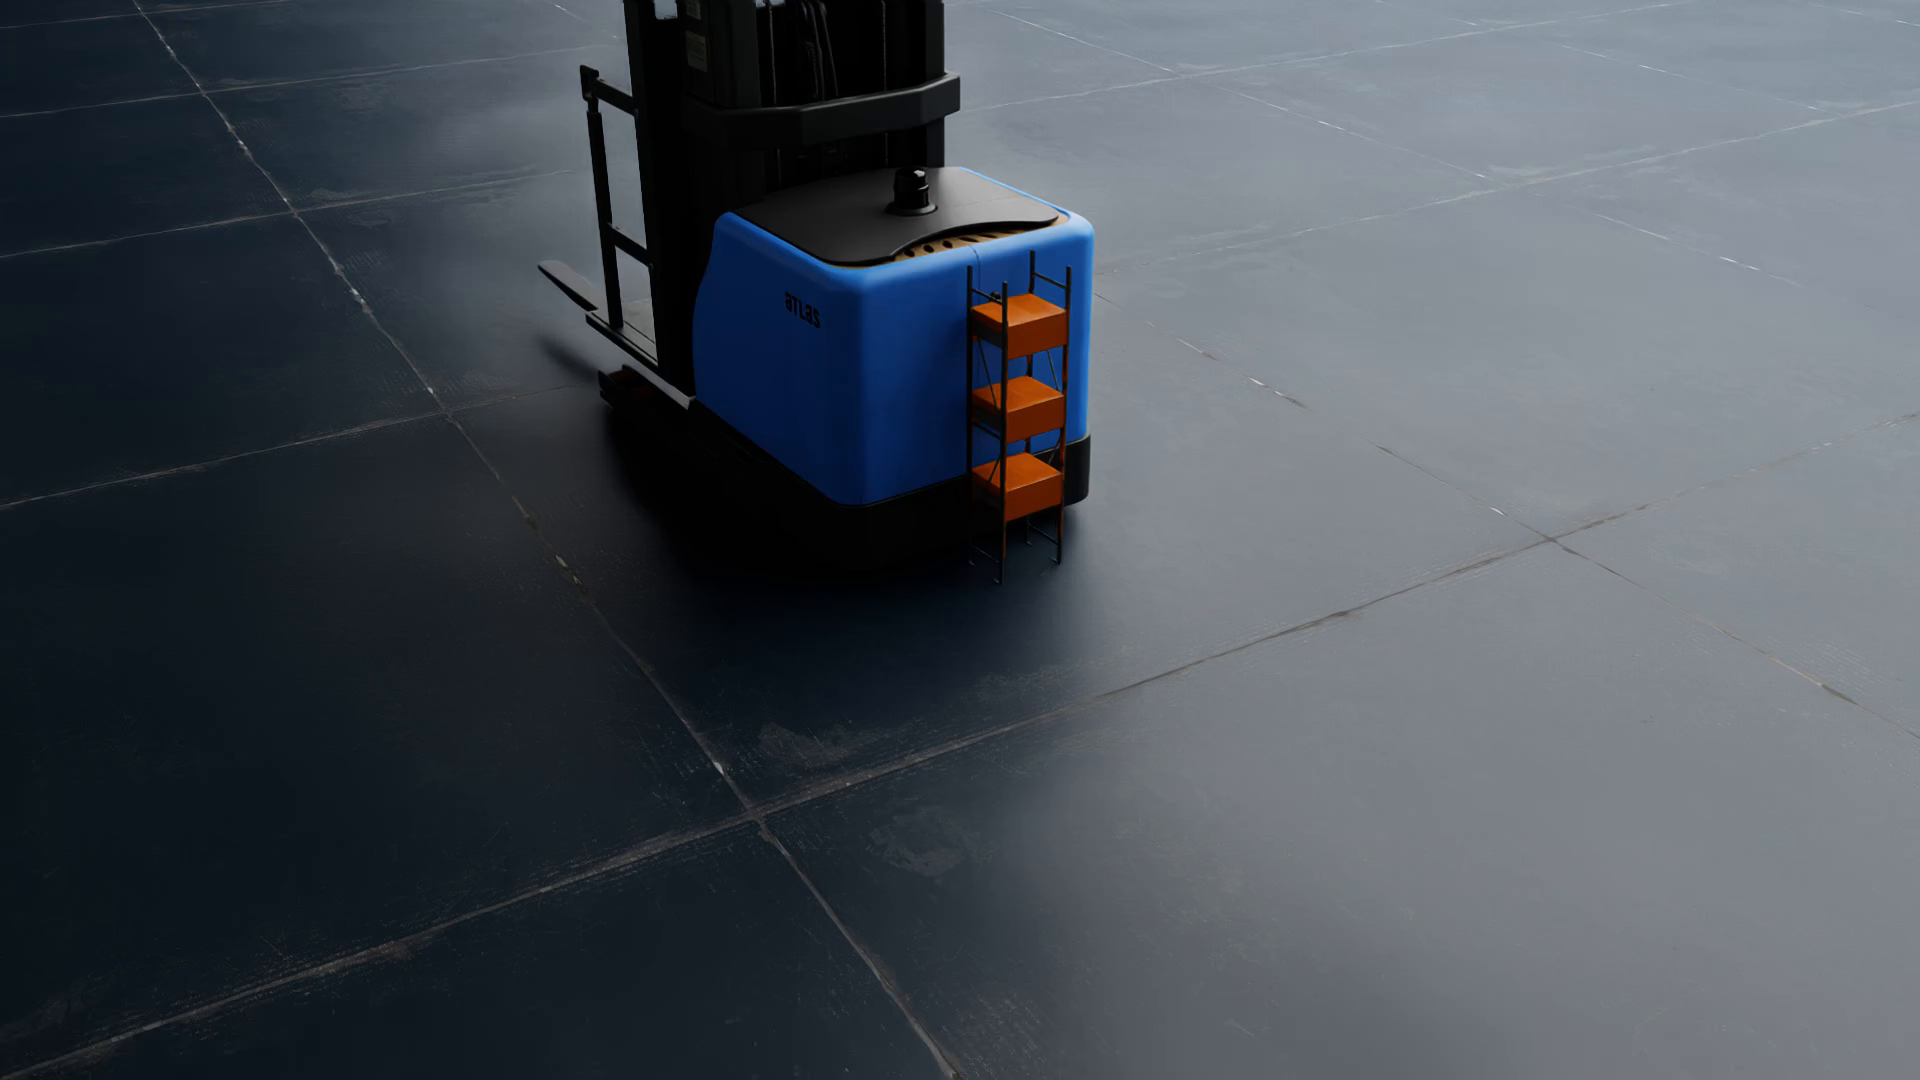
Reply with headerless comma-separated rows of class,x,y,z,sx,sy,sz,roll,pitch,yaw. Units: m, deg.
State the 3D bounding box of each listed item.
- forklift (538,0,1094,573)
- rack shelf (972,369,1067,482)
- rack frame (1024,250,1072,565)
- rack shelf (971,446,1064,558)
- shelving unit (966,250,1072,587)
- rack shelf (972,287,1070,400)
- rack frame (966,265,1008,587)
forklift,-0.791,-1.840,6.050,1.130,2.935,3.031,-18,34,-30
rack shelf,0.182,-0.371,5.358,0.240,0.259,0.215,-19,34,-30
rack frame,0.281,-0.415,5.415,0.008,1.050,0.200,-19,34,-30
rack shelf,0.182,-0.128,5.493,0.240,0.259,0.215,-19,34,-30
shelving unit,0.182,-0.381,5.353,0.252,1.050,0.215,-19,34,-30
rack shelf,0.182,-0.620,5.221,0.240,0.259,0.215,-19,34,-30
rack frame,0.082,-0.347,5.291,0.008,1.050,0.200,-19,34,-30
